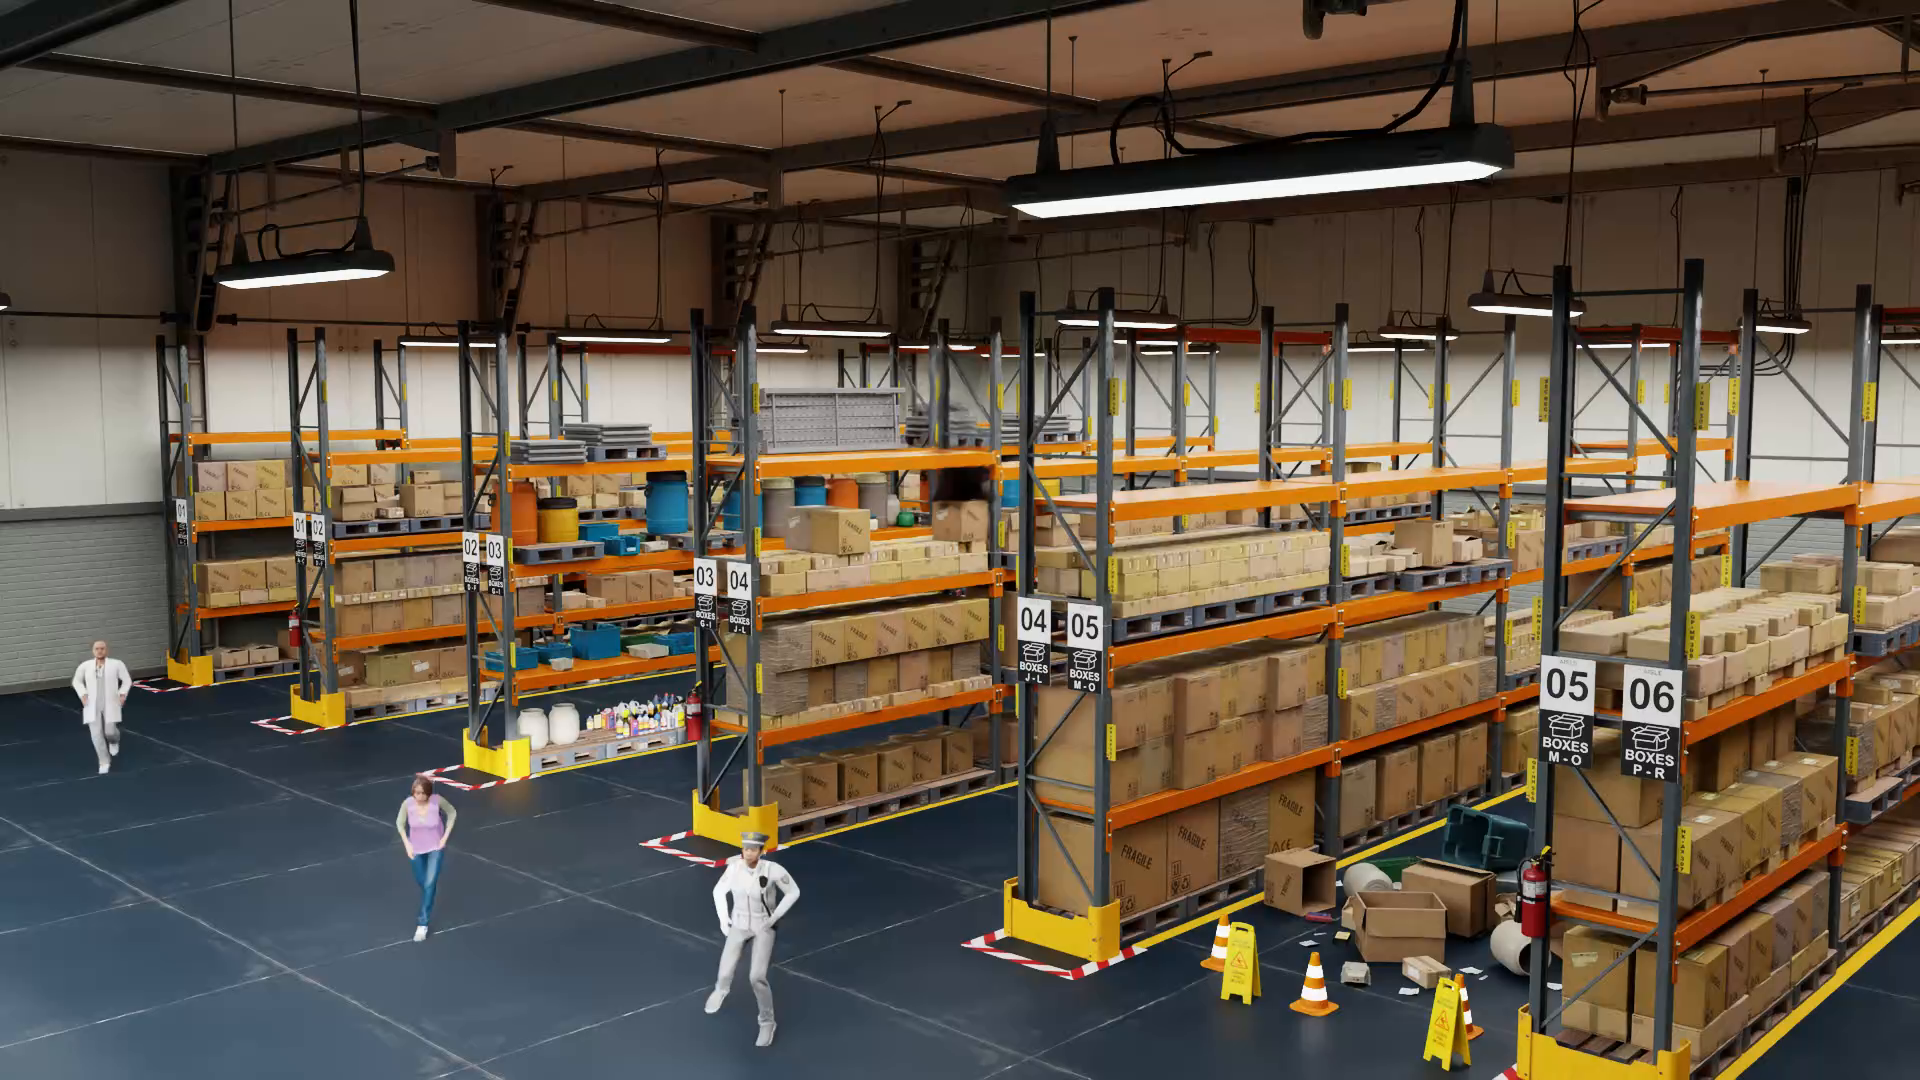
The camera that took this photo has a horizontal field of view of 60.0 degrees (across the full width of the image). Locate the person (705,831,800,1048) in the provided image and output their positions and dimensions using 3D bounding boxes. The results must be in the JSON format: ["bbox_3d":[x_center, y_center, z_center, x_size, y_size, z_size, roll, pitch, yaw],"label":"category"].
[{"bbox_3d":[-1.696,3.113,13.285,0.841,1.688,0.713,1,5,9],"label":"person"}]

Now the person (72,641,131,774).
[{"bbox_3d":[-11.507,2.217,22.313,0.712,1.744,0.719,-2,6,-21],"label":"person"}]

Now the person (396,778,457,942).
[{"bbox_3d":[-5.053,2.944,15.791,0.550,1.549,0.870,-2,6,-16],"label":"person"}]

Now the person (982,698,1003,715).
[{"bbox_3d":[0.354,1.928,25.653,0.633,1.701,0.751,5,7,40],"label":"person"}]
